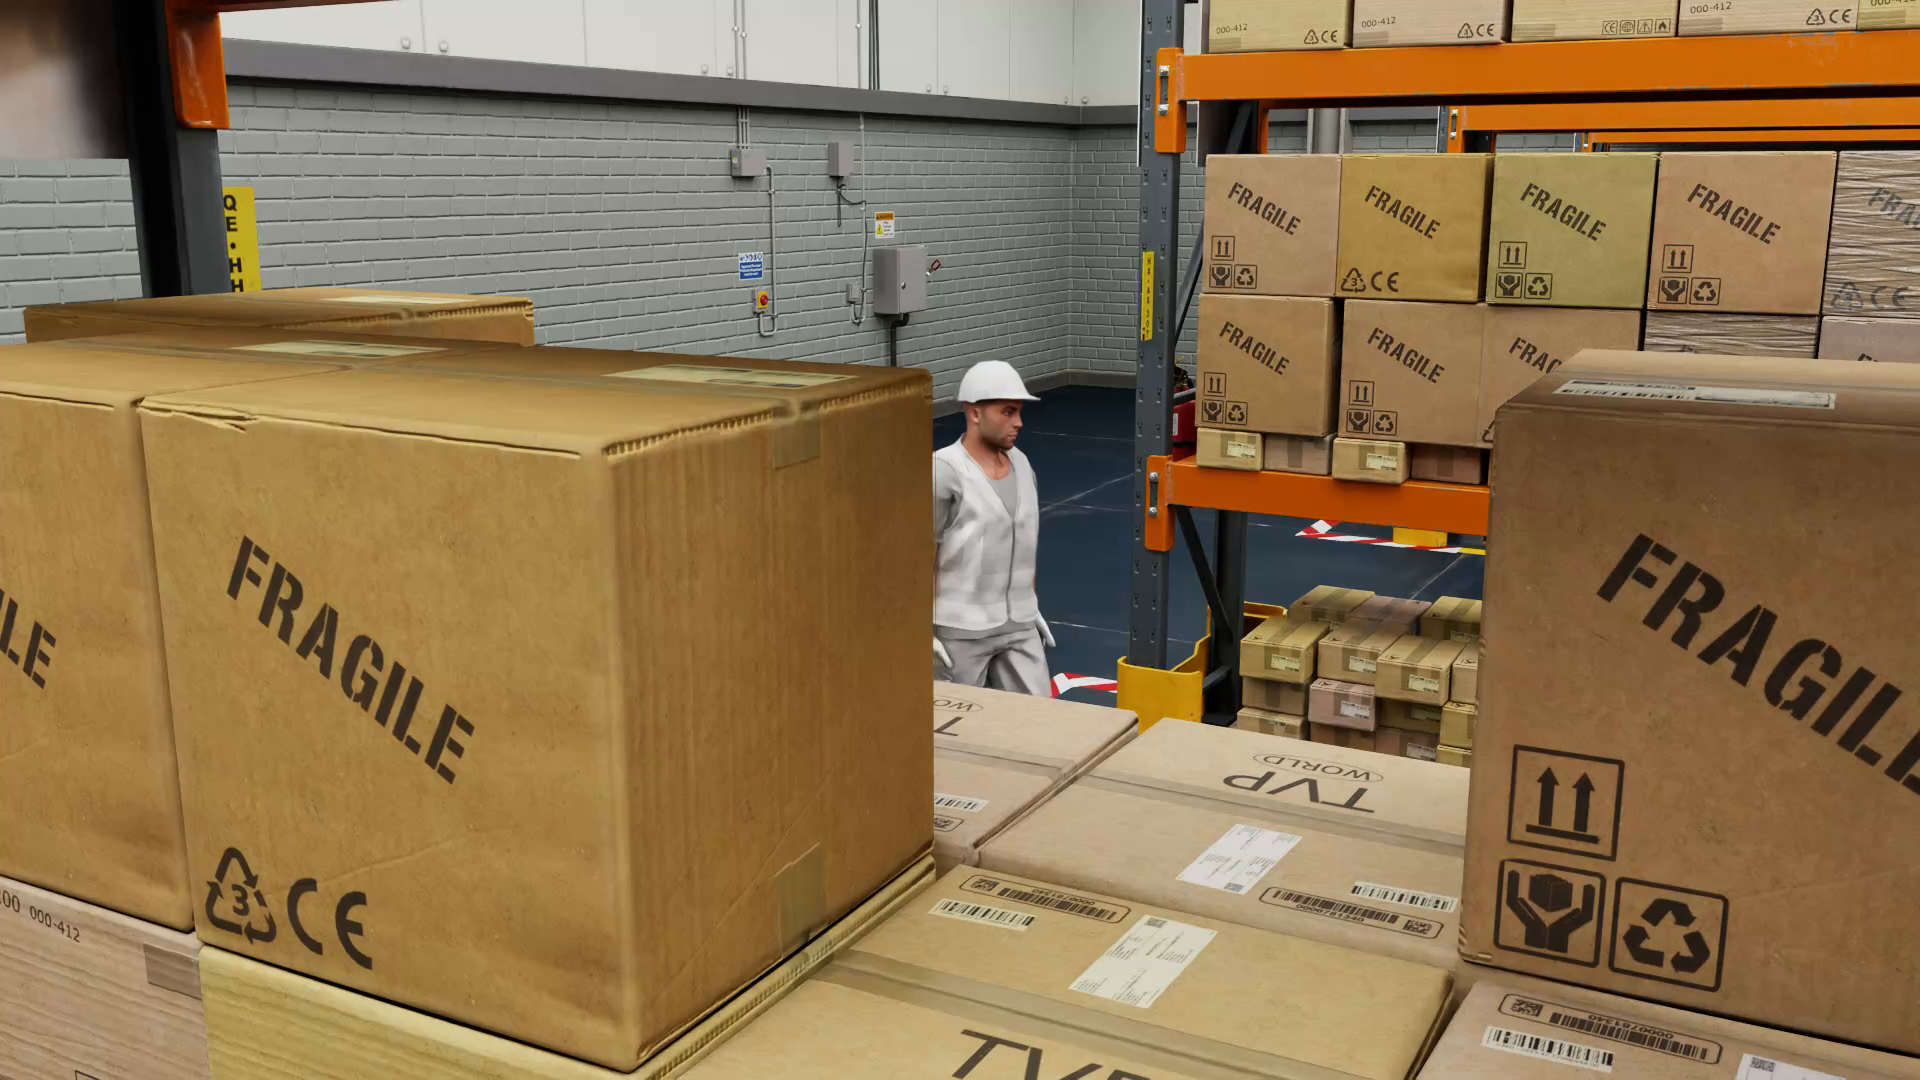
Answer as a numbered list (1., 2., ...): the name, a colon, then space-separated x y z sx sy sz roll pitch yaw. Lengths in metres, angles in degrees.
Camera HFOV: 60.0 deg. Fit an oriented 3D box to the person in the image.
1. person: 0.156 0.318 5.436 0.592 1.780 0.703 -11 16 -40
